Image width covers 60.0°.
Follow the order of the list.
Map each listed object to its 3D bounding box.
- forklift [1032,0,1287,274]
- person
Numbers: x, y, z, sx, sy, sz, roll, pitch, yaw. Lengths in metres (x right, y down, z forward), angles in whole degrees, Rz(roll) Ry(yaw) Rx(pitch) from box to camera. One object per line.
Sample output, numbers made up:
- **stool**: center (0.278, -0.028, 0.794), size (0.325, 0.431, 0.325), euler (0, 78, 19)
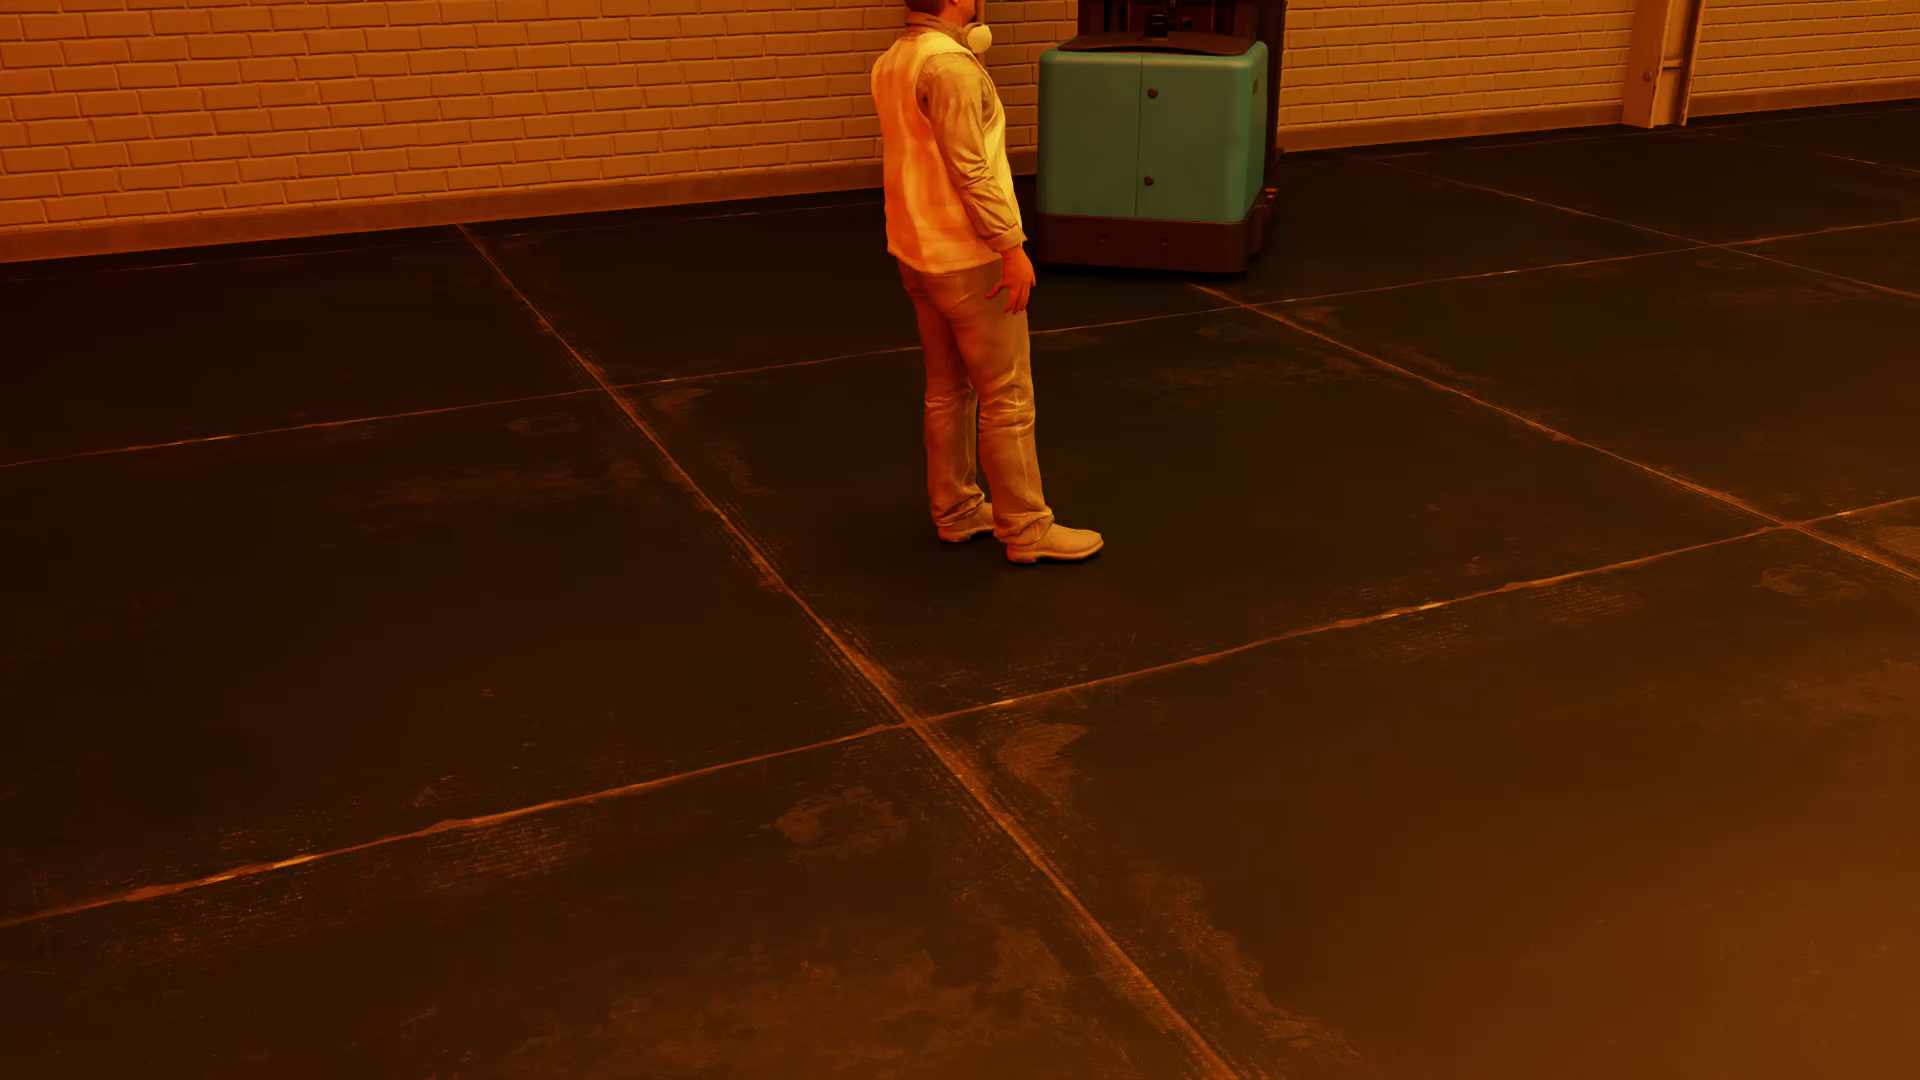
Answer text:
- **forklift**: center (1.233, -3.176, 8.931), size (1.130, 2.935, 3.031), euler (6, 23, 14)
- **person**: center (0.060, -0.834, 4.782), size (0.566, 1.775, 0.634), euler (-10, 25, -23)
